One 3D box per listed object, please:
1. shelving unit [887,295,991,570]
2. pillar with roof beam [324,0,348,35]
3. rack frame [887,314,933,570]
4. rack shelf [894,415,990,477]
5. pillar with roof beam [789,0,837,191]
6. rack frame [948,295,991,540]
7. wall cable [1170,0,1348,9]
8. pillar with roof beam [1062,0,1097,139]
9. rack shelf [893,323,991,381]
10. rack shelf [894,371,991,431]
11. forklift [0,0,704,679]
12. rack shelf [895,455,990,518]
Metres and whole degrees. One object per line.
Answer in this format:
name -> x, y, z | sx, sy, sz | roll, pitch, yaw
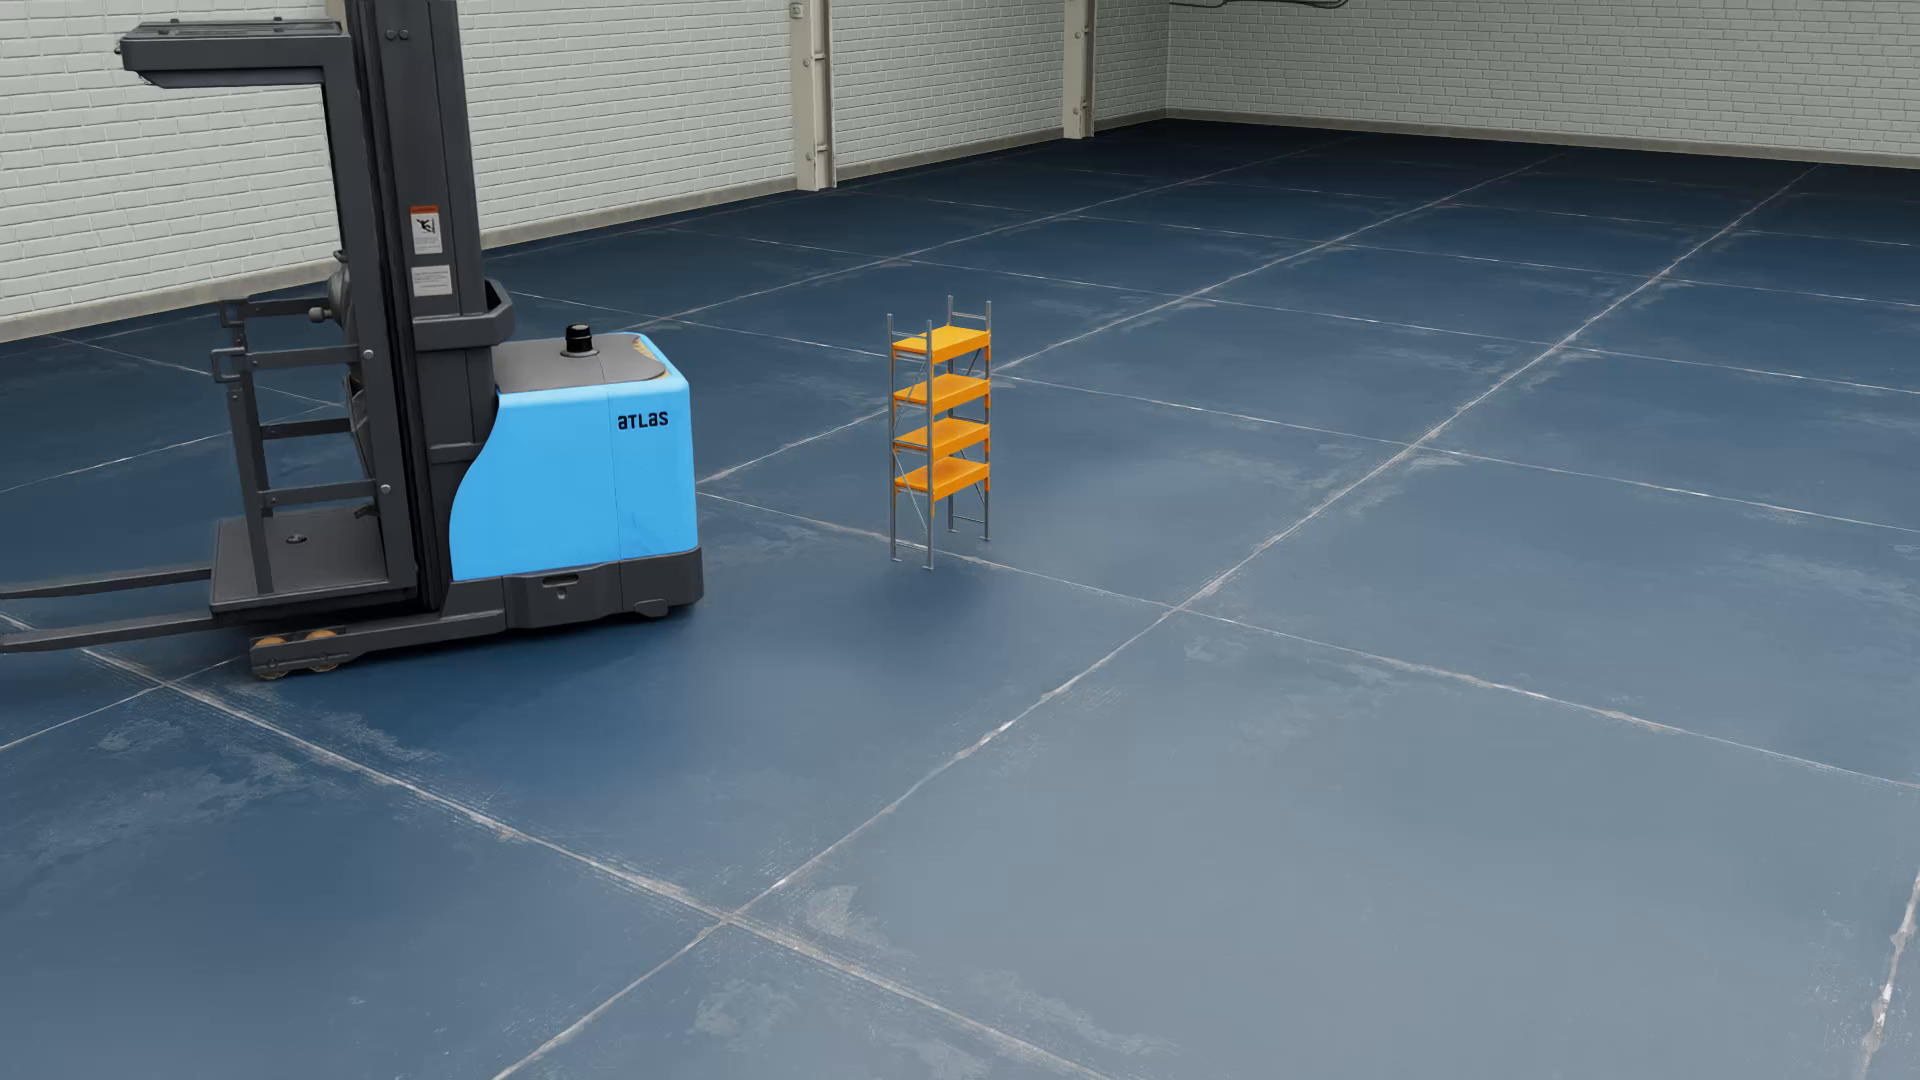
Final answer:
shelving unit -> -0.093, -0.515, 7.928 | 0.258, 1.200, 0.503 | 13, 24, 32
pillar with roof beam -> -1.487, -5.752, 10.845 | 9.100, 9.000, 0.400 | 13, 24, 32
rack frame -> -0.230, -0.445, 7.739 | 0.240, 1.200, 0.015 | 13, 24, 32
rack shelf -> -0.093, -0.452, 7.952 | 0.258, 0.148, 0.480 | 13, 24, 32
pillar with roof beam -> 1.886, -7.474, 15.499 | 9.100, 9.000, 0.400 | 13, 24, 32
rack frame -> 0.044, -0.585, 8.118 | 0.240, 1.200, 0.015 | 13, 24, 32
wall cable -> 4.448, -9.166, 24.550 | 3.097, 2.526, 0.112 | 13, 24, 32
pillar with roof beam -> 5.259, -9.195, 20.153 | 9.100, 9.000, 0.400 | 13, 24, 32
rack shelf -> -0.093, -0.884, 7.792 | 0.258, 0.148, 0.480 | 13, 24, 32
rack shelf -> -0.093, -0.662, 7.874 | 0.258, 0.148, 0.480 | 13, 24, 32
forklift -> -2.709, -1.018, 6.793 | 3.031, 2.935, 1.130 | -8, 22, -20
rack shelf -> -0.093, -0.266, 8.021 | 0.258, 0.148, 0.480 | 13, 24, 32
